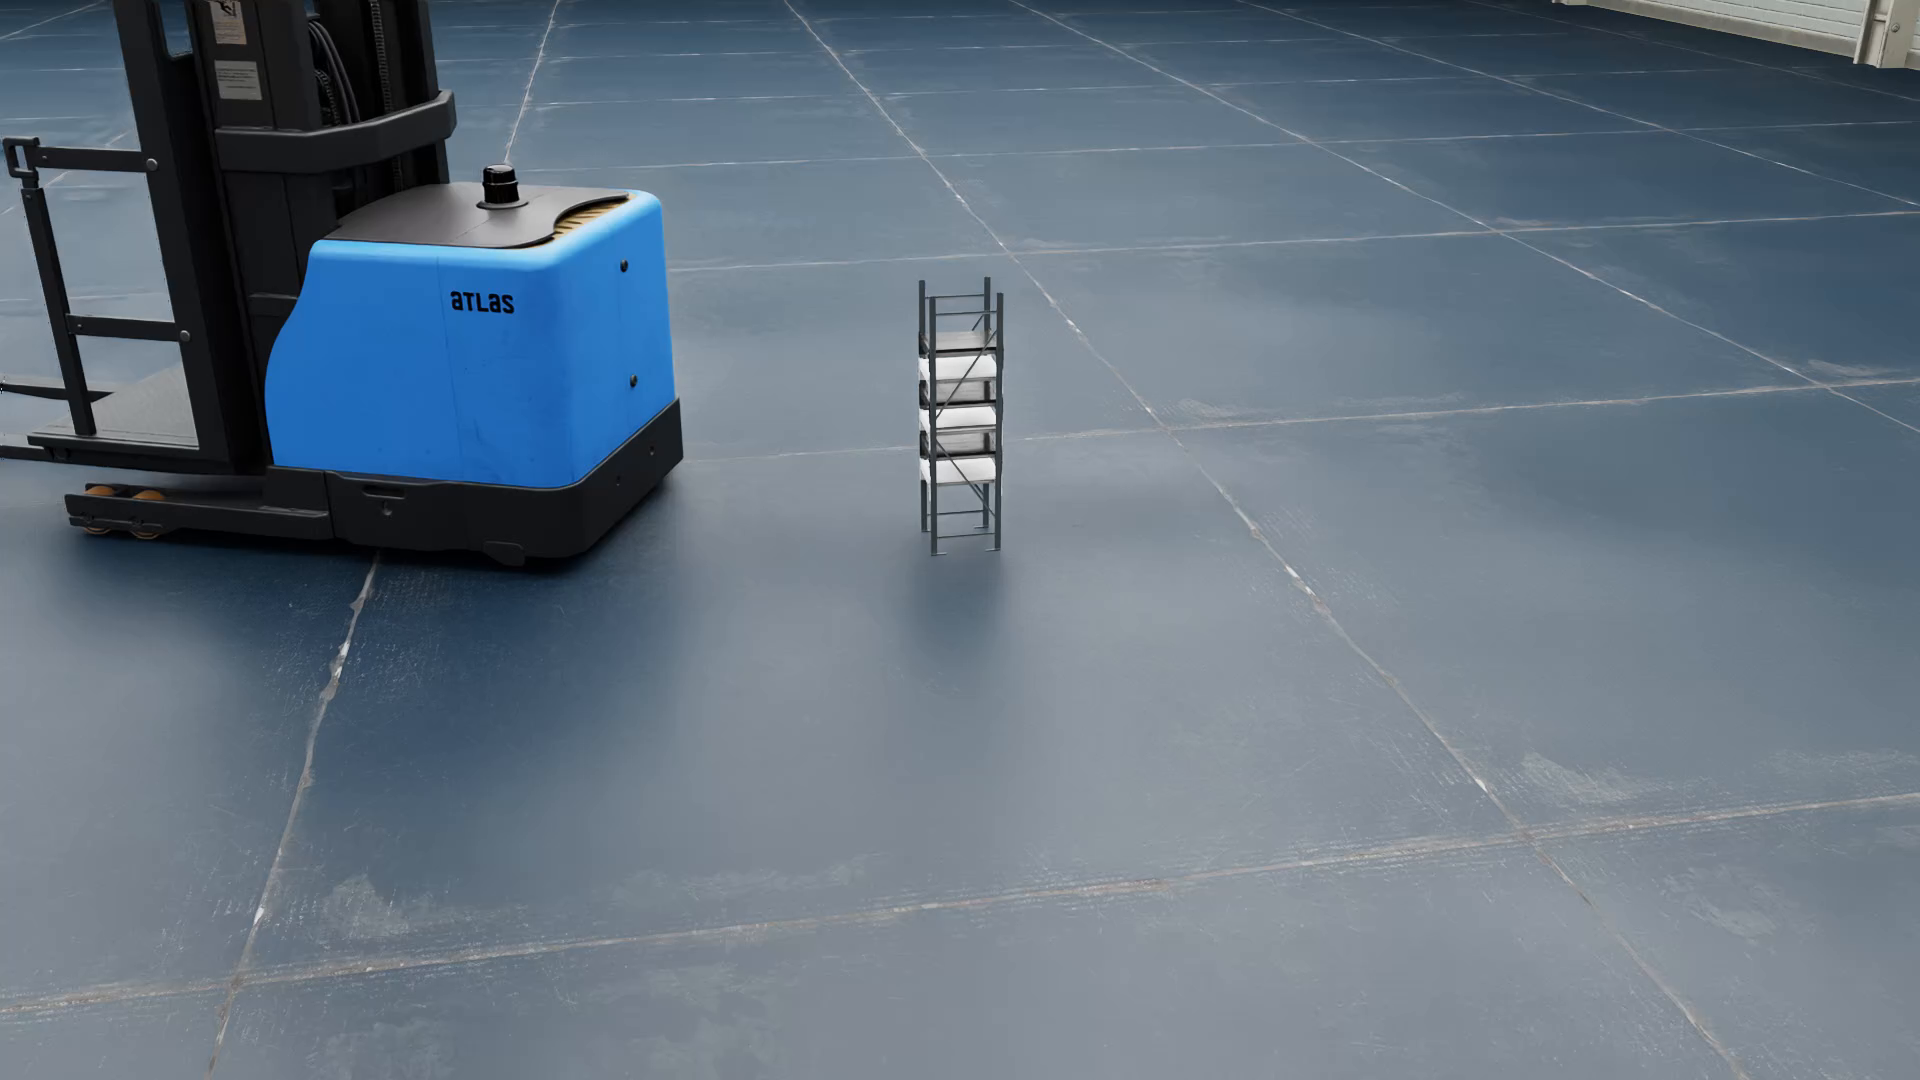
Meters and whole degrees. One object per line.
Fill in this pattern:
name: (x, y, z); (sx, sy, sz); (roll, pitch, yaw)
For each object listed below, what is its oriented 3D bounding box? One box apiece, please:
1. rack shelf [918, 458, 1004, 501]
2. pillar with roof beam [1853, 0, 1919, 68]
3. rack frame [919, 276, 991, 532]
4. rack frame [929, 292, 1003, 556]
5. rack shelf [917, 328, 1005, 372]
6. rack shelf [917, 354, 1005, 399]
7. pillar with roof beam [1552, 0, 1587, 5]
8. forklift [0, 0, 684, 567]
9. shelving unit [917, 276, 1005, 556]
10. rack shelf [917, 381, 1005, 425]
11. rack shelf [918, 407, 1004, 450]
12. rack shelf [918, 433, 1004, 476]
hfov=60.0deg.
rack shelf: (0.001, -0.214, 5.648); (0.258, 0.077, 0.200); (-4, 24, -10)
pillar with roof beam: (4.955, -8.548, 14.079); (9.100, 9.000, 0.400); (-4, 24, -10)
rack frame: (-0.017, -0.449, 5.654); (0.240, 0.900, 0.006); (-4, 24, -10)
rack frame: (0.020, -0.369, 5.471); (0.240, 0.900, 0.006); (-4, 24, -10)
rack shelf: (0.001, -0.626, 5.468); (0.258, 0.077, 0.200); (-4, 24, -10)
rack shelf: (0.001, -0.544, 5.504); (0.258, 0.077, 0.200); (-4, 24, -10)
pillar with roof beam: (3.846, -10.908, 19.482); (9.100, 9.000, 0.400); (-4, 24, -10)
forklift: (-2.616, -1.544, 5.624); (3.031, 2.935, 1.130); (5, 24, 11)
shelving unit: (0.001, -0.409, 5.563); (0.258, 0.900, 0.210); (-4, 24, -10)
rack shelf: (0.001, -0.461, 5.540); (0.258, 0.077, 0.200); (-4, 24, -10)
rack shelf: (0.001, -0.379, 5.576); (0.258, 0.077, 0.200); (-4, 24, -10)
rack shelf: (0.001, -0.296, 5.612); (0.258, 0.077, 0.200); (-4, 24, -10)
